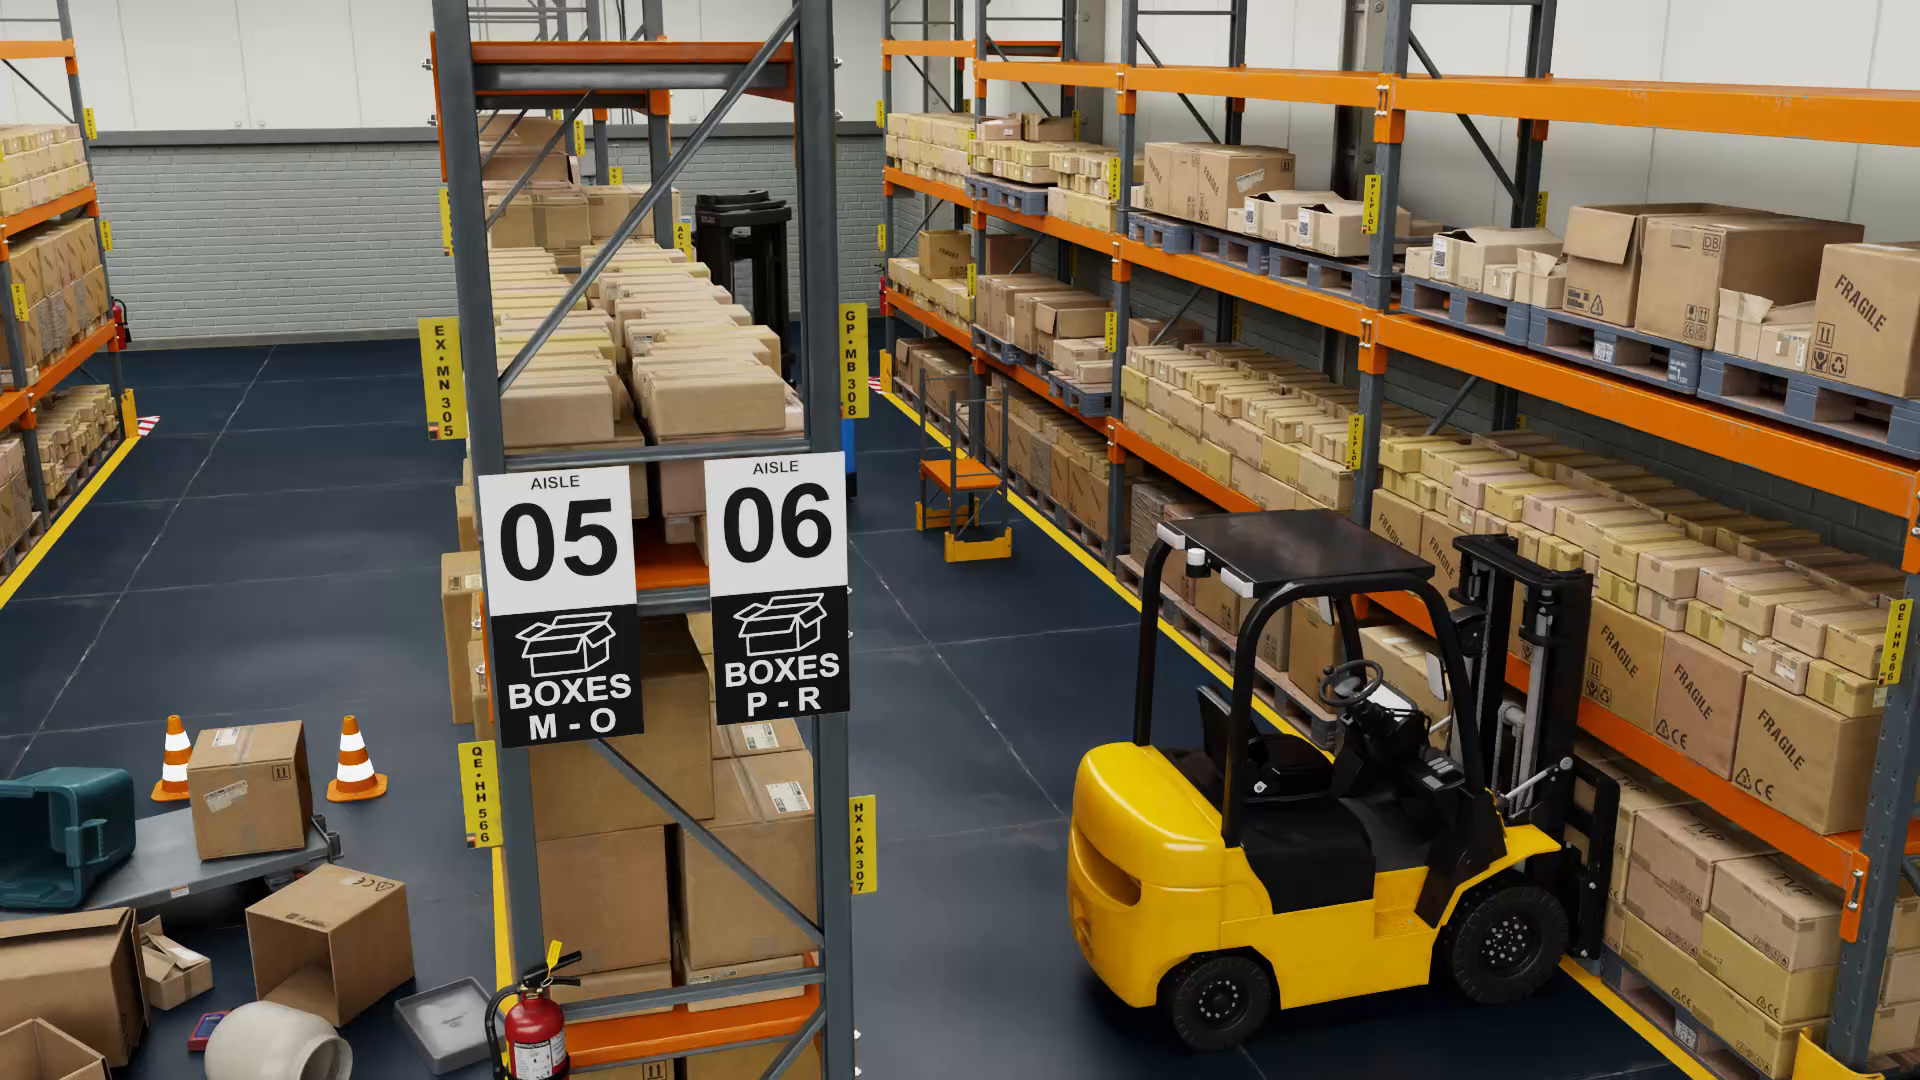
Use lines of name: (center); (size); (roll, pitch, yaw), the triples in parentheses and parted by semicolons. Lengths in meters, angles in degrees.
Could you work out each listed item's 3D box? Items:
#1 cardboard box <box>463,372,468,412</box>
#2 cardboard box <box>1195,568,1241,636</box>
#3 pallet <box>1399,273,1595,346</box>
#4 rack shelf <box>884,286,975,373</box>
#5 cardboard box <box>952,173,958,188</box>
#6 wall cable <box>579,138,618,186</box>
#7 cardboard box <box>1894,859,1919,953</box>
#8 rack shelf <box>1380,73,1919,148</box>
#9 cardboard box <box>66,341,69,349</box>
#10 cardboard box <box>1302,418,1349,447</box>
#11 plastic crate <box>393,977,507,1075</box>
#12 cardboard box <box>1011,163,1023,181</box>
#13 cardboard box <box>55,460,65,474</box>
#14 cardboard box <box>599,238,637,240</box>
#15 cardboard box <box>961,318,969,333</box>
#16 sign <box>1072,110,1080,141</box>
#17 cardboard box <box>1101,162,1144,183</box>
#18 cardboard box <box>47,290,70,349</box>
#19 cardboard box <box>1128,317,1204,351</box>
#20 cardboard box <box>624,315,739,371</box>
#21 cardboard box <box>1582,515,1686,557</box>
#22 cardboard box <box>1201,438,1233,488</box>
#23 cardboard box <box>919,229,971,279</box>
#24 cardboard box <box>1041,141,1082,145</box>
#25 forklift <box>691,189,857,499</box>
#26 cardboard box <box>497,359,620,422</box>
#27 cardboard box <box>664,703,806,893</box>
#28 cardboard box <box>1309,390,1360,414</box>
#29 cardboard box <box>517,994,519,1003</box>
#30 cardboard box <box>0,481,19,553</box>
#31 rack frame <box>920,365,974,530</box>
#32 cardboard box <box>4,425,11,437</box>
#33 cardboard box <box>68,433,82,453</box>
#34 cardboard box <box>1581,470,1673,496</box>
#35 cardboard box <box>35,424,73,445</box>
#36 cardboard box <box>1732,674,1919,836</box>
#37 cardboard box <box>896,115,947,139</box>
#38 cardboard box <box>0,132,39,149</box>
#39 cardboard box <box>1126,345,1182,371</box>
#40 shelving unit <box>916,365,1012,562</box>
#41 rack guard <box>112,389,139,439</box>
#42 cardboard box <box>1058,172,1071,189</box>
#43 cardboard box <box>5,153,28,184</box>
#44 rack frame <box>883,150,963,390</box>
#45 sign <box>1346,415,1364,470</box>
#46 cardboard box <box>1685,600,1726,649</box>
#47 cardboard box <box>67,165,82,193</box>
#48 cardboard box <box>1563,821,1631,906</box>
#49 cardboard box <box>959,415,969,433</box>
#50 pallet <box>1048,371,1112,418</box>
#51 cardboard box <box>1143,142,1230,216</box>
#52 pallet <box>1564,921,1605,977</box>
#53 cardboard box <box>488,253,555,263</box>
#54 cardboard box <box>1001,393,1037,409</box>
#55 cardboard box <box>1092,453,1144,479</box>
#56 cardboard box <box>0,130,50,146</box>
cardboard box: (-1.513, -0.514, 5.979); (0.500, 0.250, 0.500); (-4, 17, -14)
cardboard box: (2.275, 0.266, 12.251); (0.875, 0.625, 0.625); (-5, 18, -18)
pallet: (3.102, -1.264, 8.887); (1.003, 0.211, 1.213); (-5, 17, -15)
rack shelf: (0.095, -2.526, 19.396); (1.077, 0.370, 4.000); (-5, 17, -15)
cardboard box: (0.132, -3.852, 17.785); (0.380, 0.149, 0.250); (-4, 17, -13)
wall cable: (-5.438, -5.190, 25.249); (0.588, 1.984, 0.122); (-5, 17, -15)
cardboard box: (3.992, 1.491, 7.085); (0.500, 0.250, 0.500); (-5, 17, -16)
rack shelf: (3.393, -1.888, 7.541); (1.077, 0.370, 4.000); (-5, 17, -15)
cardboard box: (-9.239, -1.987, 16.790); (0.380, 0.149, 0.250); (-4, 17, -14)
cardboard box: (2.431, -0.681, 10.705); (0.380, 0.149, 0.250); (-5, 17, -15)
plastic crate: (-2.285, 2.187, 7.533); (0.402, 0.080, 0.583); (-12, 20, -34)
cardboard box: (0.688, -3.415, 15.425); (0.380, 0.149, 0.250); (-4, 17, -14)
cardboard box: (-8.959, -0.671, 16.196); (0.380, 0.149, 0.250); (-5, 17, -16)
cardboard box: (-1.844, -1.610, 9.414); (0.500, 0.250, 0.500); (-5, 17, -16)
cardboard box: (0.222, -2.335, 17.948); (0.380, 0.149, 0.250); (-4, 17, -14)
sign: (1.177, -4.235, 17.038); (0.100, 0.325, 0.005); (-5, 17, -15)
cardboard box: (1.365, -2.980, 13.496); (0.380, 0.149, 0.250); (-4, 17, -13)
cardboard box: (-8.999, -2.130, 16.138); (0.500, 0.500, 0.500); (-5, 17, -16)
cardboard box: (1.753, -1.614, 14.208); (0.500, 0.500, 0.500); (-4, 17, -13)
cardboard box: (-0.982, -0.695, 5.890); (0.380, 0.149, 0.250); (-5, 17, -16)
cardboard box: (3.214, -0.005, 7.936); (0.380, 0.149, 0.250); (-4, 17, -14)
cardboard box: (2.053, -0.572, 11.901); (0.500, 0.250, 0.500); (-4, 17, -13)
cardboard box: (-0.176, -3.291, 19.136); (0.500, 0.500, 0.500); (-4, 17, -14)
cardboard box: (1.009, -3.813, 16.234); (0.380, 0.149, 0.250); (-5, 17, -16)
forklift: (-2.460, -1.937, 16.307); (3.031, 2.935, 1.130); (13, 21, 37)
cardboard box: (-1.240, -0.447, 5.062); (0.380, 0.149, 0.250); (-4, 17, -14)
cardboard box: (-0.838, 0.910, 6.019); (0.500, 0.500, 0.500); (-4, 17, -14)
cardboard box: (2.653, -0.934, 11.545); (0.380, 0.149, 0.250); (-5, 17, -16)
cardboard box: (-1.447, 1.807, 6.467); (0.500, 0.500, 0.500); (-4, 17, -13)
cardboard box: (-8.272, -0.181, 13.957); (0.500, 0.500, 0.500); (-5, 17, -17)
rack frame: (-0.116, -0.835, 15.126); (0.500, 1.500, 0.032); (-5, 17, -15)
cardboard box: (-9.636, -1.058, 16.450); (0.380, 0.149, 0.250); (-5, 18, -17)
cardboard box: (-9.041, -0.963, 16.652); (0.380, 0.149, 0.250); (-5, 17, -16)
cardboard box: (3.517, -0.258, 8.779); (0.380, 0.149, 0.250); (-5, 17, -16)
cardboard box: (-8.975, -1.031, 16.360); (0.380, 0.149, 0.250); (-4, 17, -14)
cardboard box: (3.555, 0.839, 6.771); (0.500, 0.500, 0.500); (-5, 17, -16)
cardboard box: (-0.453, -4.885, 19.662); (0.500, 0.250, 0.500); (-5, 17, -16)
cardboard box: (-9.105, -3.838, 15.998); (0.380, 0.149, 0.250); (-5, 17, -17)
cardboard box: (1.548, -1.458, 13.289); (0.380, 0.149, 0.250); (-4, 17, -14)
shelving unit: (0.021, -0.697, 14.666); (0.587, 1.500, 1.083); (-5, 17, -15)
rack guard: (-9.937, -1.392, 18.718); (1.175, 0.500, 0.348); (-5, 17, -15)
cardboard box: (1.087, -3.203, 14.755); (0.380, 0.149, 0.250); (-4, 17, -14)
cardboard box: (-8.893, -3.399, 15.230); (0.500, 0.250, 0.500); (-5, 17, -15)
rack frame: (-0.455, -3.423, 21.135); (1.000, 3.000, 0.127); (-5, 17, -15)
sign: (2.324, -0.575, 9.777); (0.100, 0.325, 0.005); (-5, 17, -15)
cardboard box: (3.409, 0.356, 7.253); (0.380, 0.149, 0.250); (-5, 17, -16)
cardboard box: (-9.431, -3.730, 17.202); (0.500, 0.250, 0.500); (-5, 17, -15)
cardboard box: (3.219, 1.488, 7.965); (0.500, 0.250, 0.500); (-5, 17, -17)
cardboard box: (0.209, -1.284, 18.237); (0.380, 0.149, 0.250); (-5, 18, -17)
pallet: (1.490, -1.301, 14.401); (1.213, 0.211, 1.003); (-5, 17, -15)
cardboard box: (1.709, -2.724, 12.516); (0.500, 0.500, 0.500); (-5, 17, -15)
pallet: (3.360, 1.793, 8.617); (1.003, 0.211, 1.213); (-5, 17, -15)
cardboard box: (-2.056, -1.226, 7.657); (0.380, 0.149, 0.250); (-4, 17, -14)
cardboard box: (0.638, -1.441, 17.022); (0.380, 0.149, 0.250); (-5, 17, -17)
cardboard box: (1.365, -0.642, 14.362); (0.380, 0.149, 0.250); (-6, 18, -18)
cardboard box: (-9.262, -3.980, 16.473); (0.380, 0.149, 0.250); (-4, 17, -14)
